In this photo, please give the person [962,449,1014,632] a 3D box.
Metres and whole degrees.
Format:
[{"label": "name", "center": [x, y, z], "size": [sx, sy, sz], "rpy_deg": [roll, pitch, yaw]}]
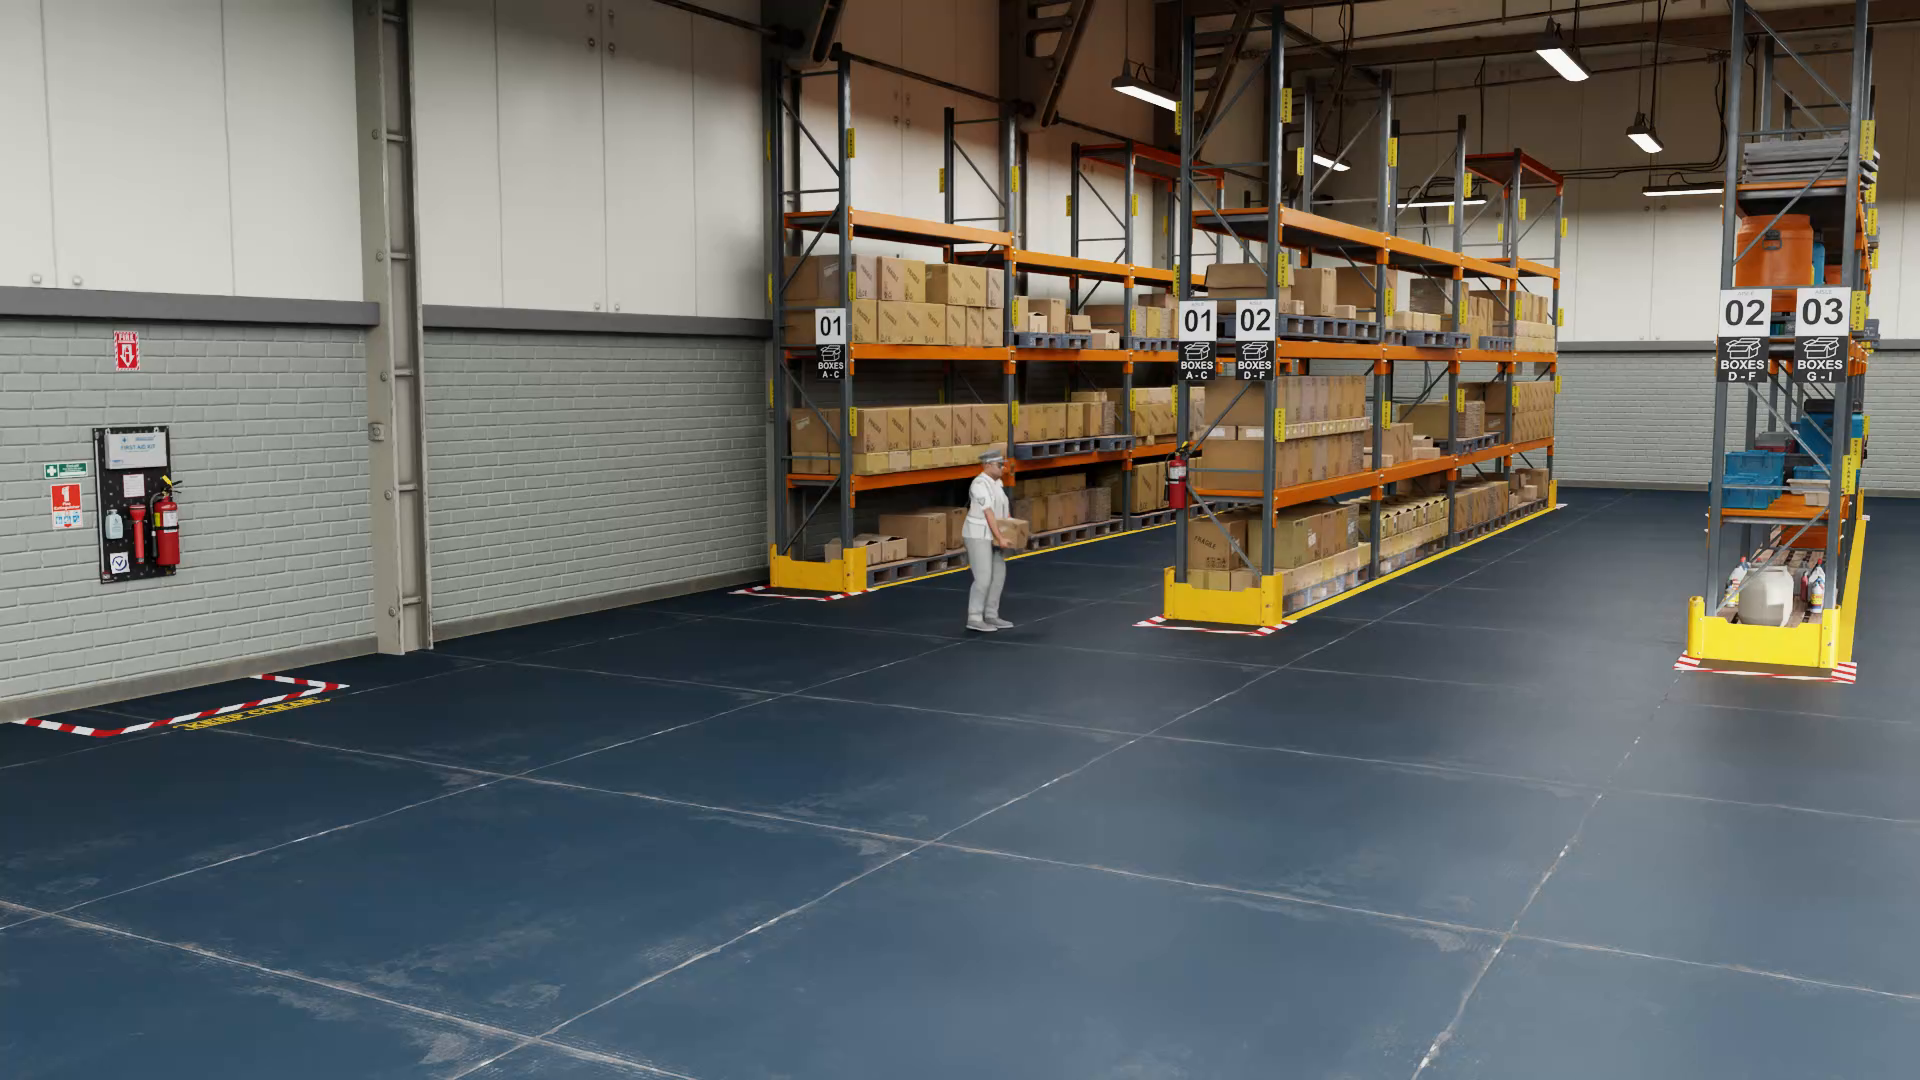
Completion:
[{"label": "person", "center": [0.326, -0.006, 16.149], "size": [0.583, 1.761, 0.488], "rpy_deg": [3, 7, 28]}]
